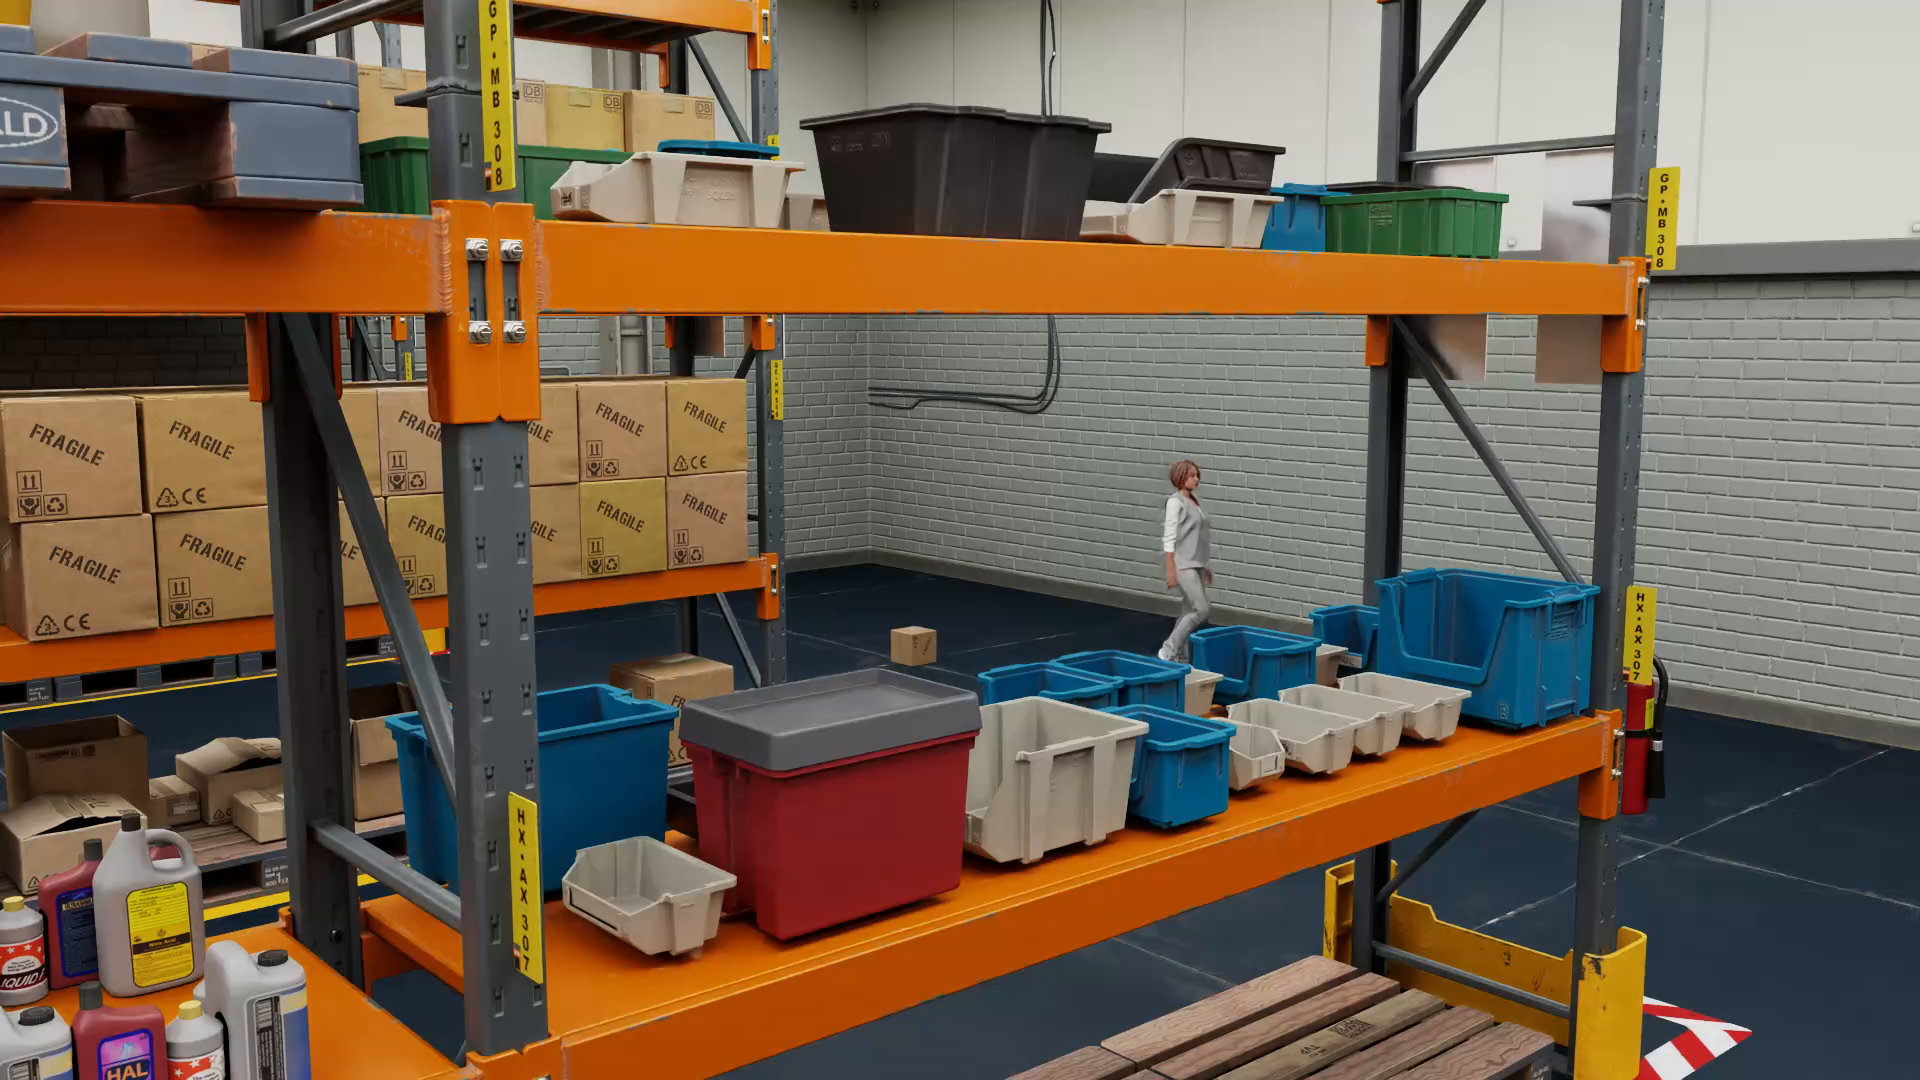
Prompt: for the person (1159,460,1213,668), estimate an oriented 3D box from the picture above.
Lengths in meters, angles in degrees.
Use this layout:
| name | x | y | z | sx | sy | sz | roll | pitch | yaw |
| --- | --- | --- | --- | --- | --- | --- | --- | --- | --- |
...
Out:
| name | x | y | z | sx | sy | sz | roll | pitch | yaw |
| --- | --- | --- | --- | --- | --- | --- | --- | --- | --- |
| person | 1.674 | 0.217 | 12.029 | 0.399 | 1.589 | 0.411 | 5 | 9 | 31 |
